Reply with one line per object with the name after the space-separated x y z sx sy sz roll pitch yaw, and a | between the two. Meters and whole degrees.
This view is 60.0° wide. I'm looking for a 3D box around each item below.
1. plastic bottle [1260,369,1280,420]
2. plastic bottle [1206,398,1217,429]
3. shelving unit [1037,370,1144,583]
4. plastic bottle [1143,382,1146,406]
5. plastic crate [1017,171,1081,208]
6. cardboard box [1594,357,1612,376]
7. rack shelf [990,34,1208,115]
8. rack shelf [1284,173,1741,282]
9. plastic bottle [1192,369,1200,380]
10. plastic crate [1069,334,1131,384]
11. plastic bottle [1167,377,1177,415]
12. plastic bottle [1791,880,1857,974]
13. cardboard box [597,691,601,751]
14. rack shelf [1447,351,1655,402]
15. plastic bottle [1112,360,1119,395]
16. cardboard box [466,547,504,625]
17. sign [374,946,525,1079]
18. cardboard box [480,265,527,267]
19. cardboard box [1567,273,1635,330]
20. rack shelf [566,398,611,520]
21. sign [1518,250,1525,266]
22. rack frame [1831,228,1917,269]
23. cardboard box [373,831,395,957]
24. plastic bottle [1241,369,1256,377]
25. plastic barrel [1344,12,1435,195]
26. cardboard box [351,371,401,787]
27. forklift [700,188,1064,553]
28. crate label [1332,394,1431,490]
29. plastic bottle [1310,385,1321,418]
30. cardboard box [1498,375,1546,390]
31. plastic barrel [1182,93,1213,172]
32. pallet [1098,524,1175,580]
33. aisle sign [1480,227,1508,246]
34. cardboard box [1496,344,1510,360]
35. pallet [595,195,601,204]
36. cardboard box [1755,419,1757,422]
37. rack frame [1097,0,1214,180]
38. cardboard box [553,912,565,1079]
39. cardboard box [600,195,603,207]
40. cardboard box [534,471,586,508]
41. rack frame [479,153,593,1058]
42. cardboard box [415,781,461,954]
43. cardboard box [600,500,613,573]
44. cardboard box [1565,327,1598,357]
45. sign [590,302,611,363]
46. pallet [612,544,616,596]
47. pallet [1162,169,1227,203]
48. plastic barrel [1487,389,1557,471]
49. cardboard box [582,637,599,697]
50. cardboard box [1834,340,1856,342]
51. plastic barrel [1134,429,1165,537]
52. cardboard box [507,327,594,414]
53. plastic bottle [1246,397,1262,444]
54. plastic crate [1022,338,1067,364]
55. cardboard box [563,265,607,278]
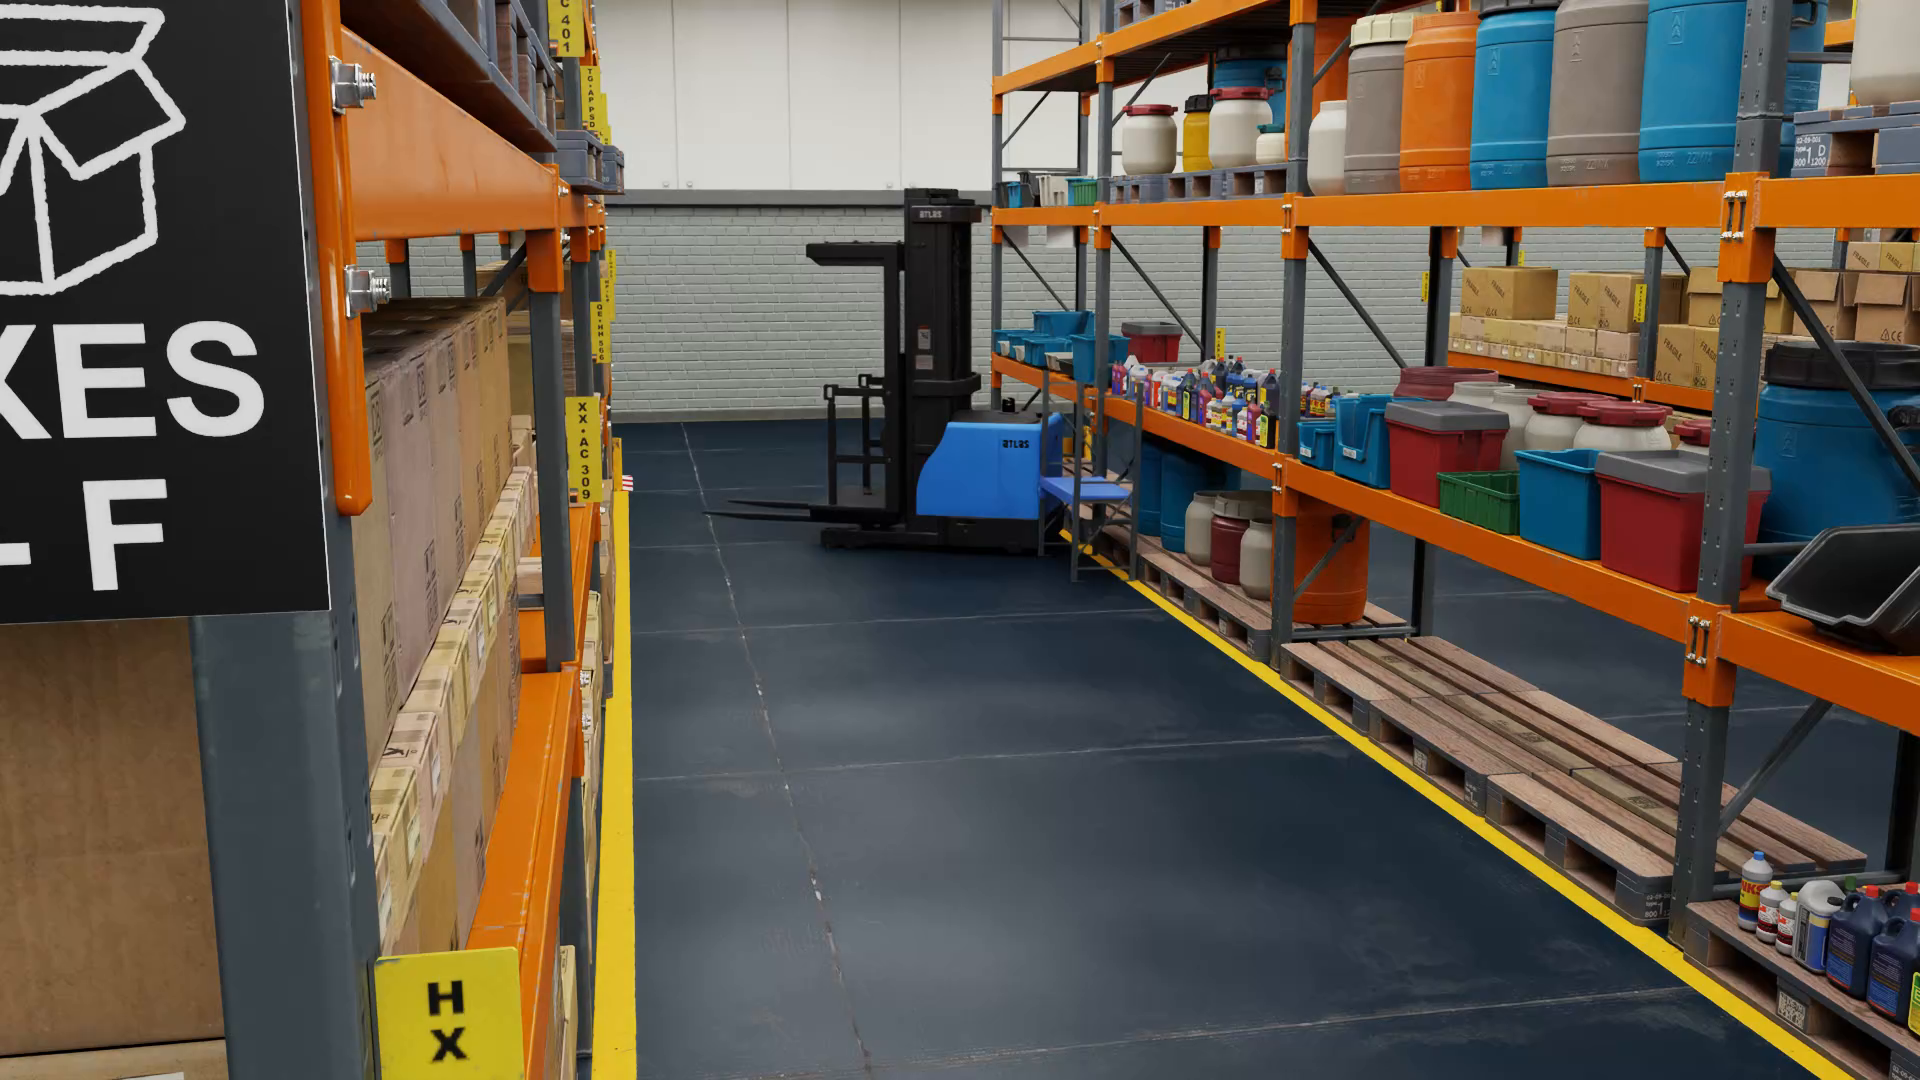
2.199 -1.025 11.690 0.144 0.351 0.185 -2 11 -11 | plastic bottle
1.707 -0.855 11.195 0.097 0.201 0.097 0 11 0 | plastic bottle
0.993 -0.517 12.867 0.538 1.500 1.048 -1 11 -11 | shelving unit
1.429 -1.117 12.572 0.097 0.201 0.097 0 11 0 | plastic bottle
0.857 -3.324 15.784 0.504 0.338 0.767 -2 11 -11 | plastic crate
6.035 -1.586 15.179 0.380 0.149 0.250 -2 11 -10 | cardboard box
1.219 -4.202 15.200 1.077 0.370 4.000 -2 11 -11 | rack shelf
2.775 -1.458 7.734 1.077 0.370 4.000 -2 11 -11 | rack shelf
1.883 -1.272 13.388 0.097 0.201 0.097 0 11 0 | plastic bottle
1.183 -1.533 14.110 0.392 0.384 0.575 -2 11 -11 | plastic crate
1.545 -1.041 11.990 0.097 0.271 0.097 0 11 0 | plastic bottle
2.886 1.284 5.537 0.152 0.276 0.135 -2 11 -9 | plastic bottle
-1.933 0.894 7.708 0.500 0.250 0.500 -2 11 -10 | cardboard box
6.077 -1.632 16.670 1.077 0.370 4.000 -2 11 -11 | rack shelf
1.261 -1.298 13.305 0.061 0.283 0.133 -2 11 -11 | plastic bottle
-1.187 0.116 3.563 0.380 0.149 0.250 -2 11 -9 | cardboard box
-0.372 0.459 1.235 0.100 0.325 0.005 -2 11 -11 | sign
-3.804 -2.068 14.100 0.500 0.500 0.500 -2 11 -11 | cardboard box
6.021 -2.226 15.467 0.500 0.500 0.500 -2 11 -10 | cardboard box
-2.863 -0.538 10.926 1.077 0.370 4.000 -2 11 -11 | rack shelf
6.223 -3.054 18.490 0.100 0.325 0.005 -2 11 -11 | sign
10.573 -2.514 19.380 1.000 3.000 0.127 -2 11 -11 | rack frame
-0.837 0.446 1.826 0.380 0.149 0.250 -2 11 -12 | cardboard box
2.171 -1.157 12.585 0.152 0.276 0.135 -2 11 -11 | plastic bottle
2.333 -2.266 8.715 0.600 0.901 0.600 0 11 0 | plastic barrel
-1.114 0.064 2.102 0.700 0.500 0.500 -2 11 -12 | cardboard box
-0.683 -1.455 14.003 3.031 2.935 1.130 3 11 13 | forklift
2.314 -0.530 8.862 0.502 0.435 0.616 -2 11 -11 | crate label
2.443 -0.924 11.373 0.097 0.271 0.097 0 11 0 | plastic bottle
6.068 -1.233 17.211 0.875 0.875 0.875 -2 11 -11 | cardboard box
1.985 -3.050 12.551 0.600 0.588 0.600 0 11 0 | plastic barrel
1.717 0.075 13.238 1.003 0.211 1.213 -2 11 -11 | pallet
5.969 -3.653 18.414 0.394 0.787 0.004 -2 11 -11 | aisle sign
5.686 -1.915 16.910 0.380 0.149 0.250 -2 11 -12 | cardboard box
-3.194 -2.518 11.882 1.213 0.211 1.003 -2 11 -11 | pallet
6.785 -0.500 13.361 1.225 0.875 0.875 -3 11 -13 | cardboard box
1.608 -4.385 13.168 1.000 3.000 0.127 -2 11 -11 | rack frame
-1.305 1.154 4.336 0.500 0.500 0.500 -2 11 -11 | cardboard box
-3.474 -3.124 14.967 0.500 0.250 0.500 -2 11 -11 | cardboard box
-2.028 -0.247 8.142 0.380 0.149 0.250 -2 11 -11 | cardboard box
-1.696 0.209 5.078 1.000 3.000 0.127 -2 11 -11 | rack frame
-1.194 0.620 2.651 0.700 0.500 0.500 -2 11 -11 | cardboard box
-2.689 0.016 11.597 0.500 0.500 0.500 -2 11 -10 | cardboard box
6.020 -1.857 15.535 0.500 0.250 0.500 -2 11 -9 | cardboard box
-1.930 -1.114 8.933 0.100 0.325 0.005 -2 11 -11 | sign
-3.056 0.259 12.271 1.003 0.211 1.213 -2 11 -11 | pallet
2.080 -2.471 11.637 1.003 0.211 1.213 -2 11 -11 | pallet
2.877 -0.501 8.508 0.421 0.512 0.421 0 11 0 | plastic barrel
-1.927 0.619 7.653 0.500 0.311 0.500 -2 11 -11 | cardboard box
6.710 -1.202 12.221 0.500 0.500 0.500 -2 11 -13 | cardboard box
1.697 -0.513 13.359 0.600 0.901 0.708 -2 11 -11 | plastic barrel
-2.697 -1.066 10.386 0.700 0.500 0.500 0 11 0 | cardboard box
1.844 -0.748 10.416 0.061 0.283 0.133 -2 11 -11 | plastic bottle
0.811 -1.820 16.024 0.416 0.233 0.300 -2 11 -11 | plastic crate
-3.268 -2.084 14.184 0.500 0.500 0.500 -2 11 -13 | cardboard box
